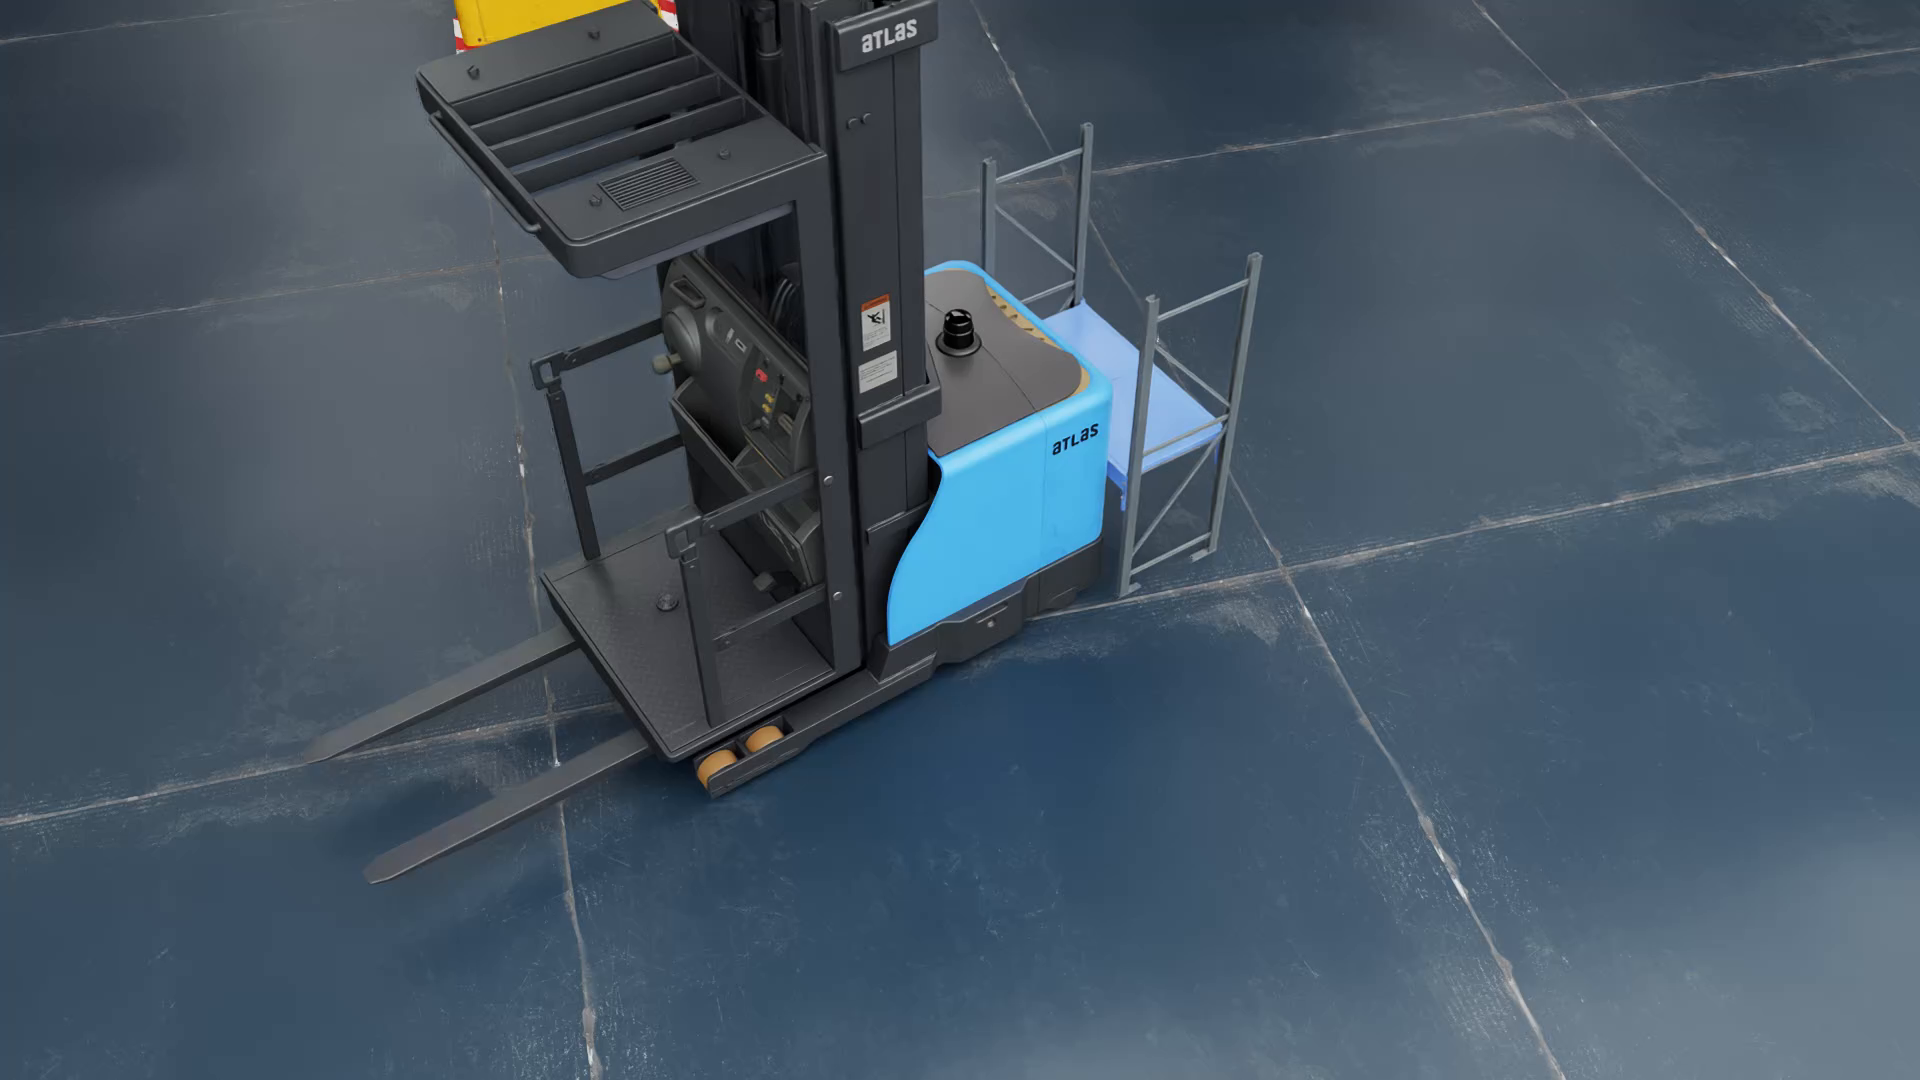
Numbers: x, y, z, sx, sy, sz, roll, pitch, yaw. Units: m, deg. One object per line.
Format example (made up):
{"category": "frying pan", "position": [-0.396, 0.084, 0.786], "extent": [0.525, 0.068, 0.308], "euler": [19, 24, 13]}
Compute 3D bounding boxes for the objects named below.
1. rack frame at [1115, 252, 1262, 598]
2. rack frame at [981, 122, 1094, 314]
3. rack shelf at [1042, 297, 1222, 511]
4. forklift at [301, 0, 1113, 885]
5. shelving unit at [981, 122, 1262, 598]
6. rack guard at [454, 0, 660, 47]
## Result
{"category": "rack frame", "position": [0.852, -0.393, 6.335], "extent": [0.500, 1.500, 0.032], "euler": [-25, 50, -22]}
{"category": "rack frame", "position": [0.303, -1.004, 6.934], "extent": [0.500, 1.500, 0.032], "euler": [-25, 50, -22]}
{"category": "rack shelf", "position": [0.578, -0.572, 6.763], "extent": [0.538, 0.185, 1.000], "euler": [-25, 50, -22]}
{"category": "forklift", "position": [-0.924, -0.529, 5.467], "extent": [3.031, 2.935, 1.130], "euler": [-26, 51, -23]}
{"category": "shelving unit", "position": [0.578, -0.698, 6.635], "extent": [0.538, 1.500, 1.048], "euler": [-25, 50, -22]}
{"category": "rack guard", "position": [-2.417, -3.317, 9.901], "extent": [1.175, 0.500, 0.348], "euler": [-11, 47, -10]}
